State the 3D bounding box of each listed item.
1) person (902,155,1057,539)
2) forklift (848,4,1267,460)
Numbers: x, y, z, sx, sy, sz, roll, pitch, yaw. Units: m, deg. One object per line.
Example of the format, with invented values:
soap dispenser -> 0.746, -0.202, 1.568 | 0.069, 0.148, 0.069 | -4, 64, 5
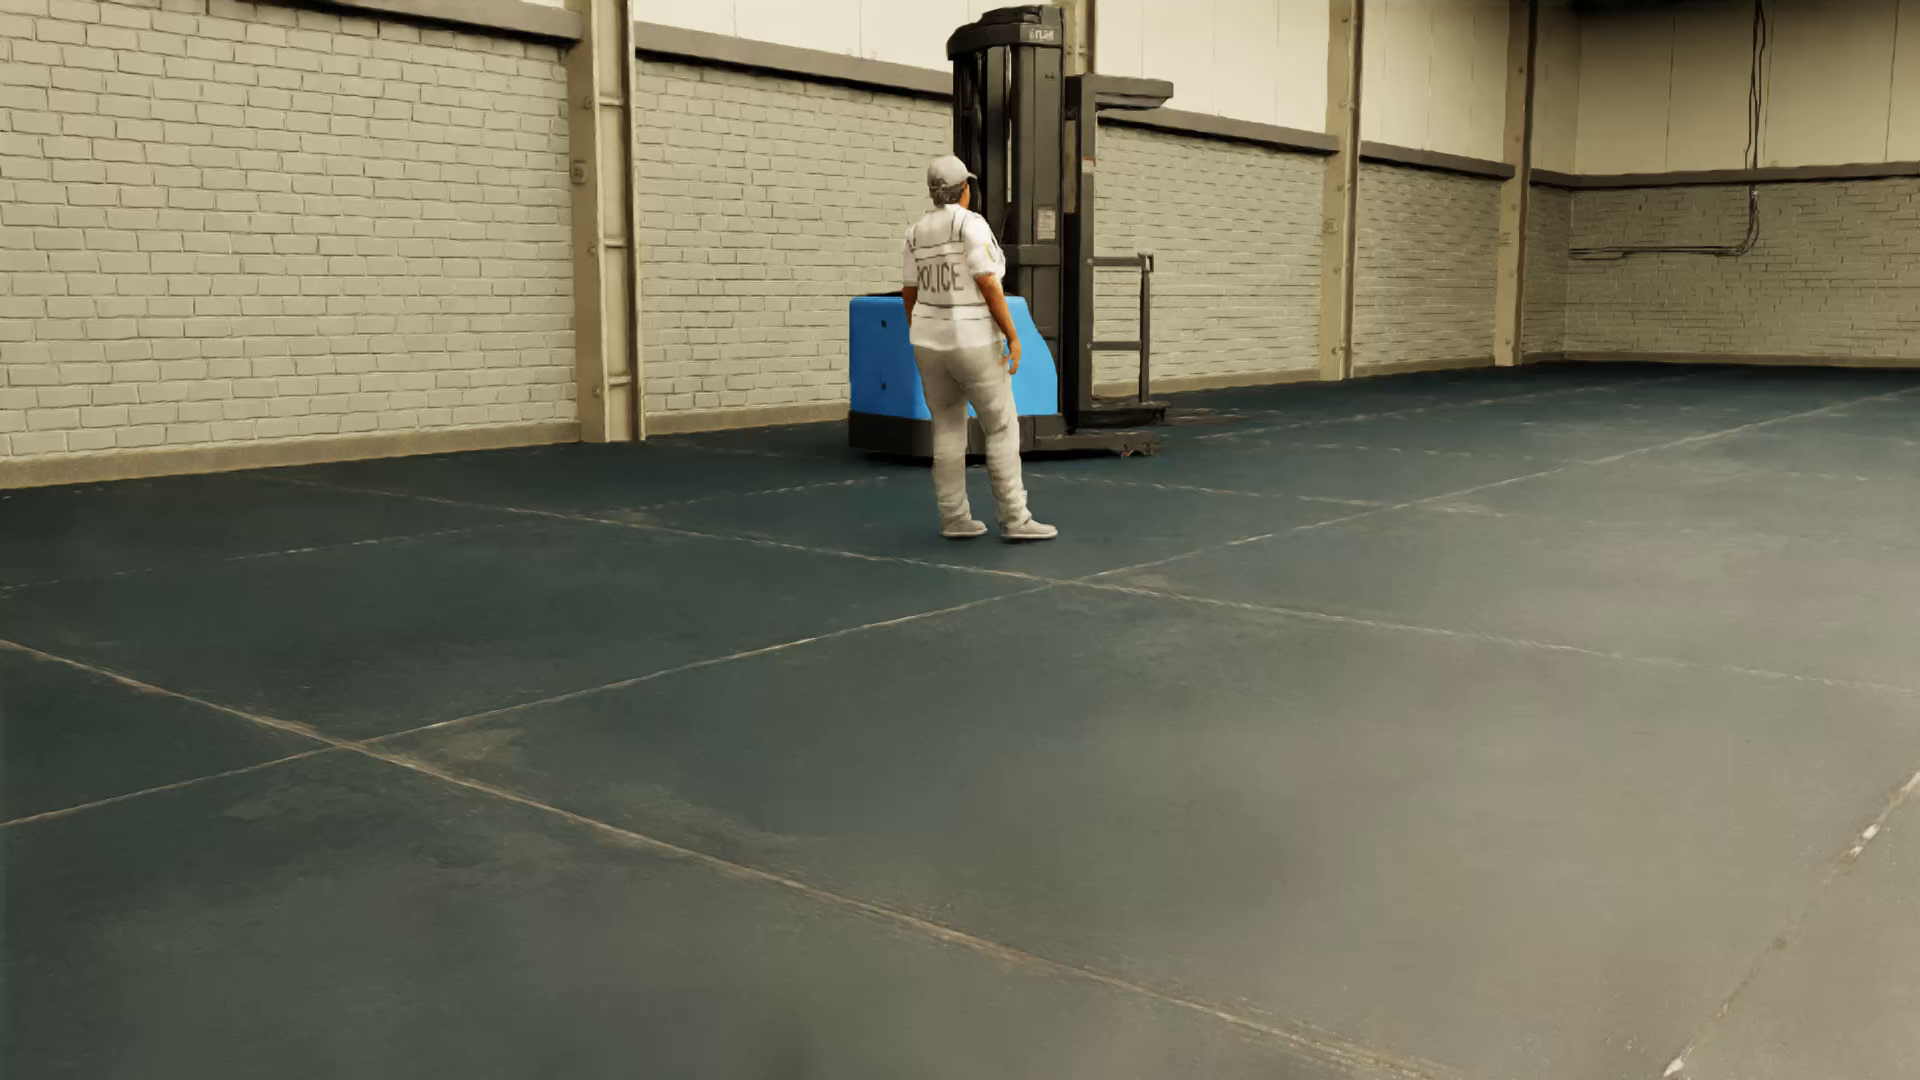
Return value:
person -> 0.066, -0.838, 7.328 | 0.598, 1.669, 0.529 | 7, 11, 38
forklift -> 0.770, -2.074, 11.456 | 3.031, 2.935, 1.130 | -5, 10, -31
